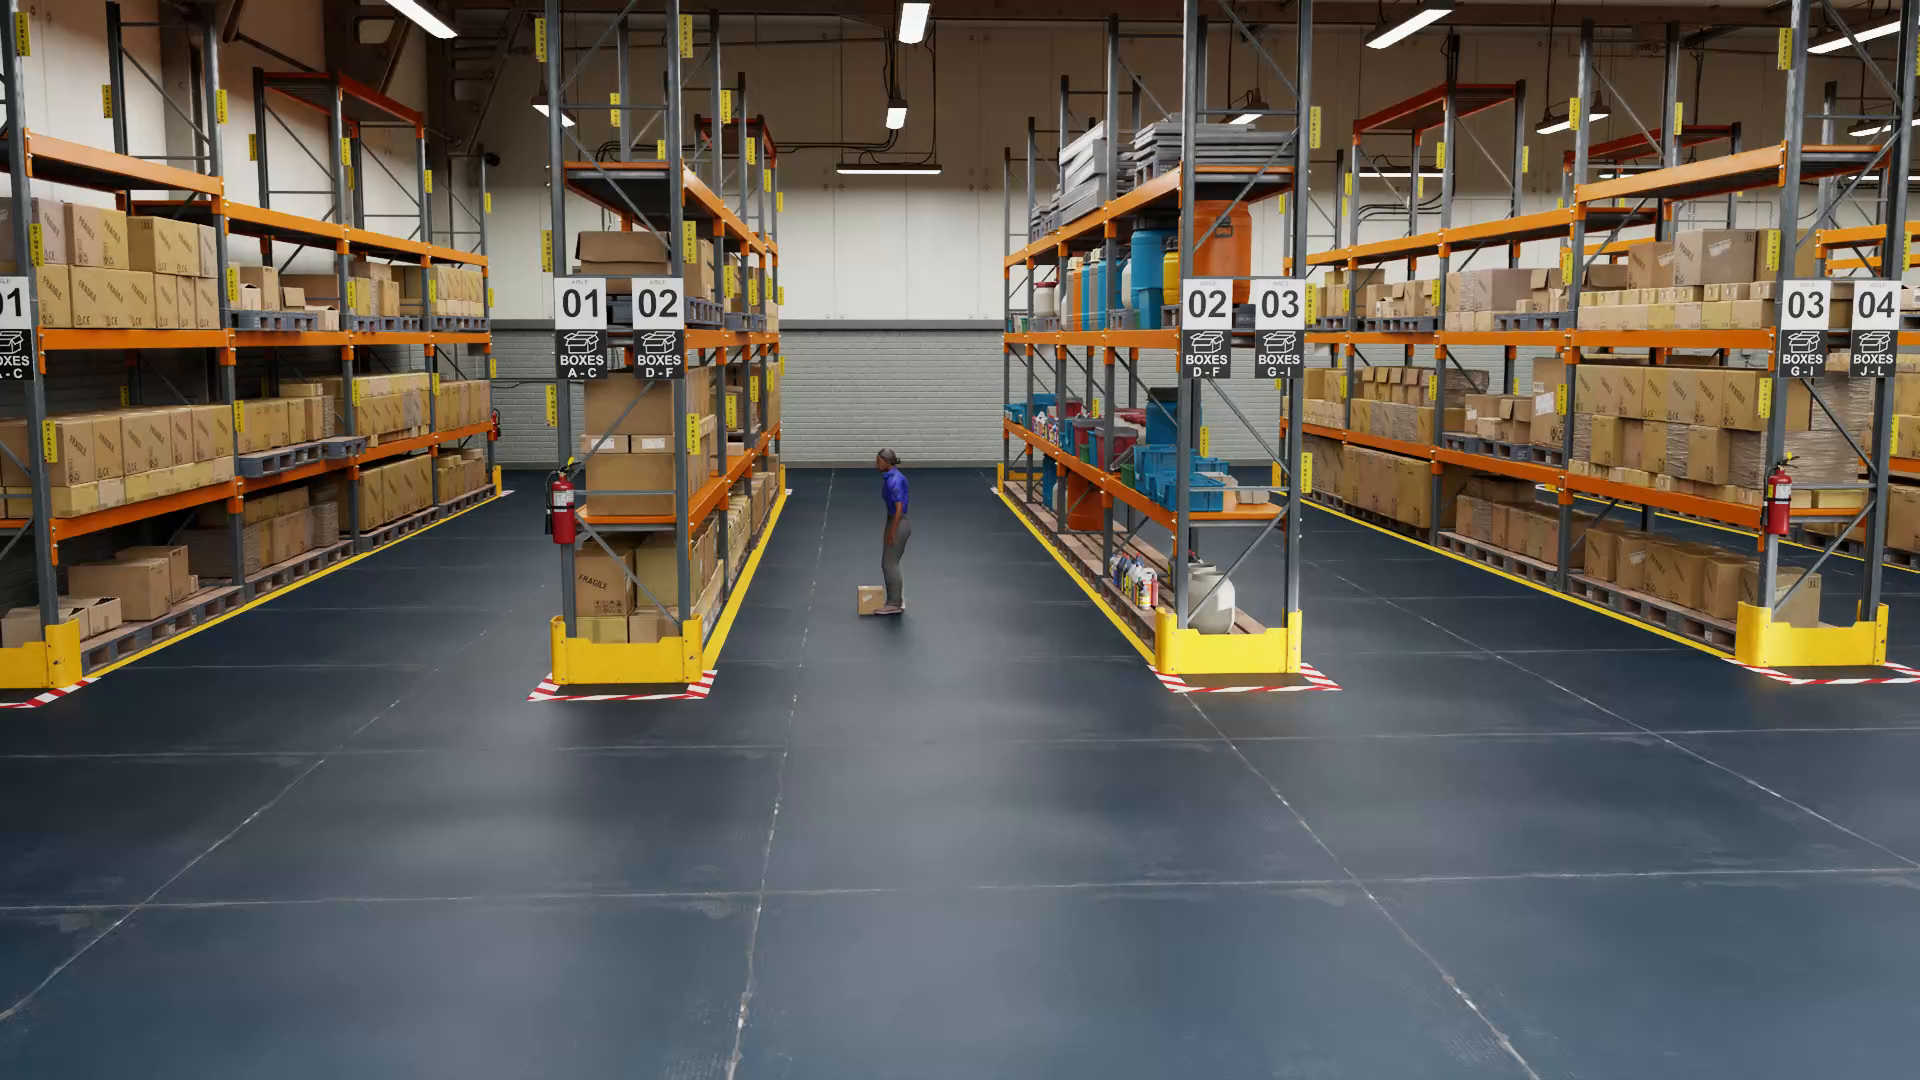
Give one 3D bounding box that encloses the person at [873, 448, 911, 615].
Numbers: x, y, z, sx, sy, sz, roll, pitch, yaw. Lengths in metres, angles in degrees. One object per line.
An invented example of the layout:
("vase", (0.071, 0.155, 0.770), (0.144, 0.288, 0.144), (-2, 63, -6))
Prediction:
("person", (-0.687, -0.098, 16.574), (0.393, 1.655, 0.523), (-1, 7, -5))
